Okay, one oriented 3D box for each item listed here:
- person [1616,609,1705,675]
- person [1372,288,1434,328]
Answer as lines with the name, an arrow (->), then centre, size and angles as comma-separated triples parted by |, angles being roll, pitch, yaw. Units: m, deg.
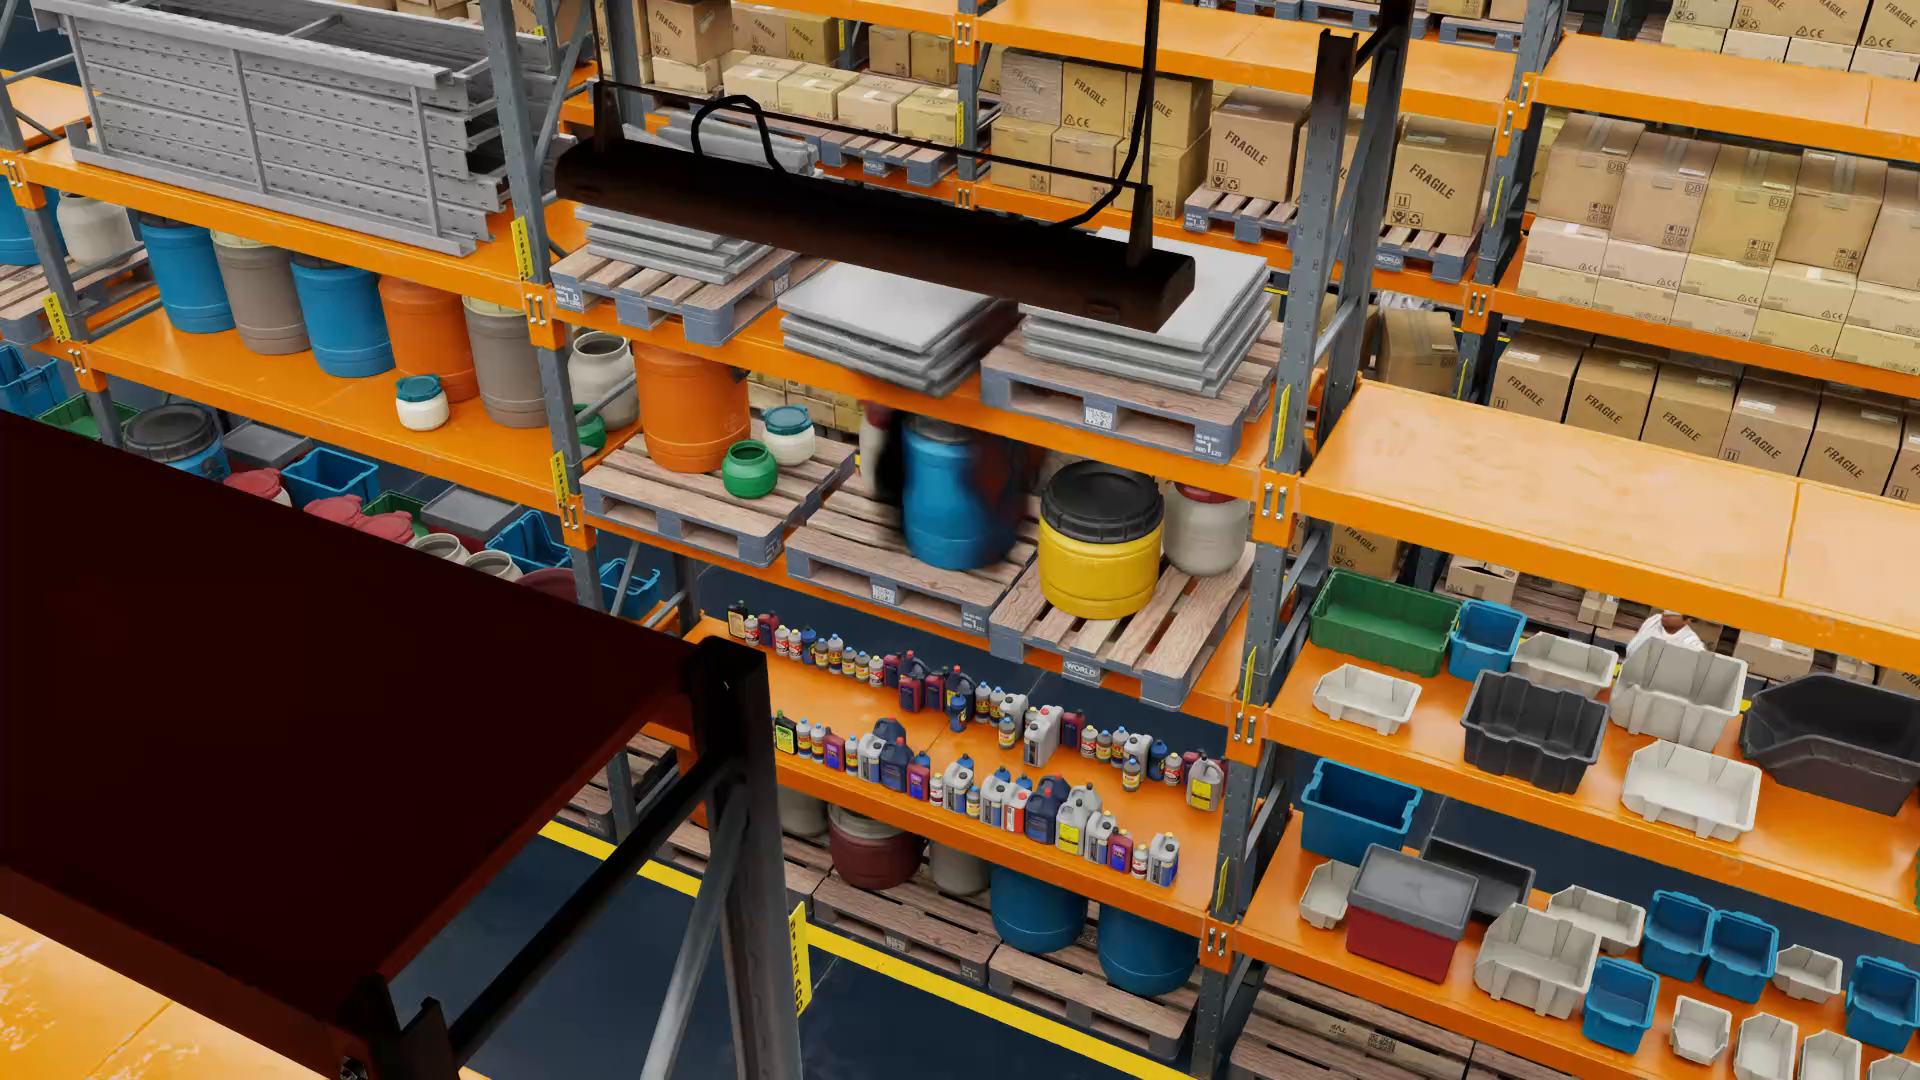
person -> 4.536, 1.050, 10.948 | 0.505, 1.671, 0.436 | 28, 44, 34
person -> 4.006, -1.963, 15.161 | 0.432, 1.788, 0.578 | -12, 37, -16
